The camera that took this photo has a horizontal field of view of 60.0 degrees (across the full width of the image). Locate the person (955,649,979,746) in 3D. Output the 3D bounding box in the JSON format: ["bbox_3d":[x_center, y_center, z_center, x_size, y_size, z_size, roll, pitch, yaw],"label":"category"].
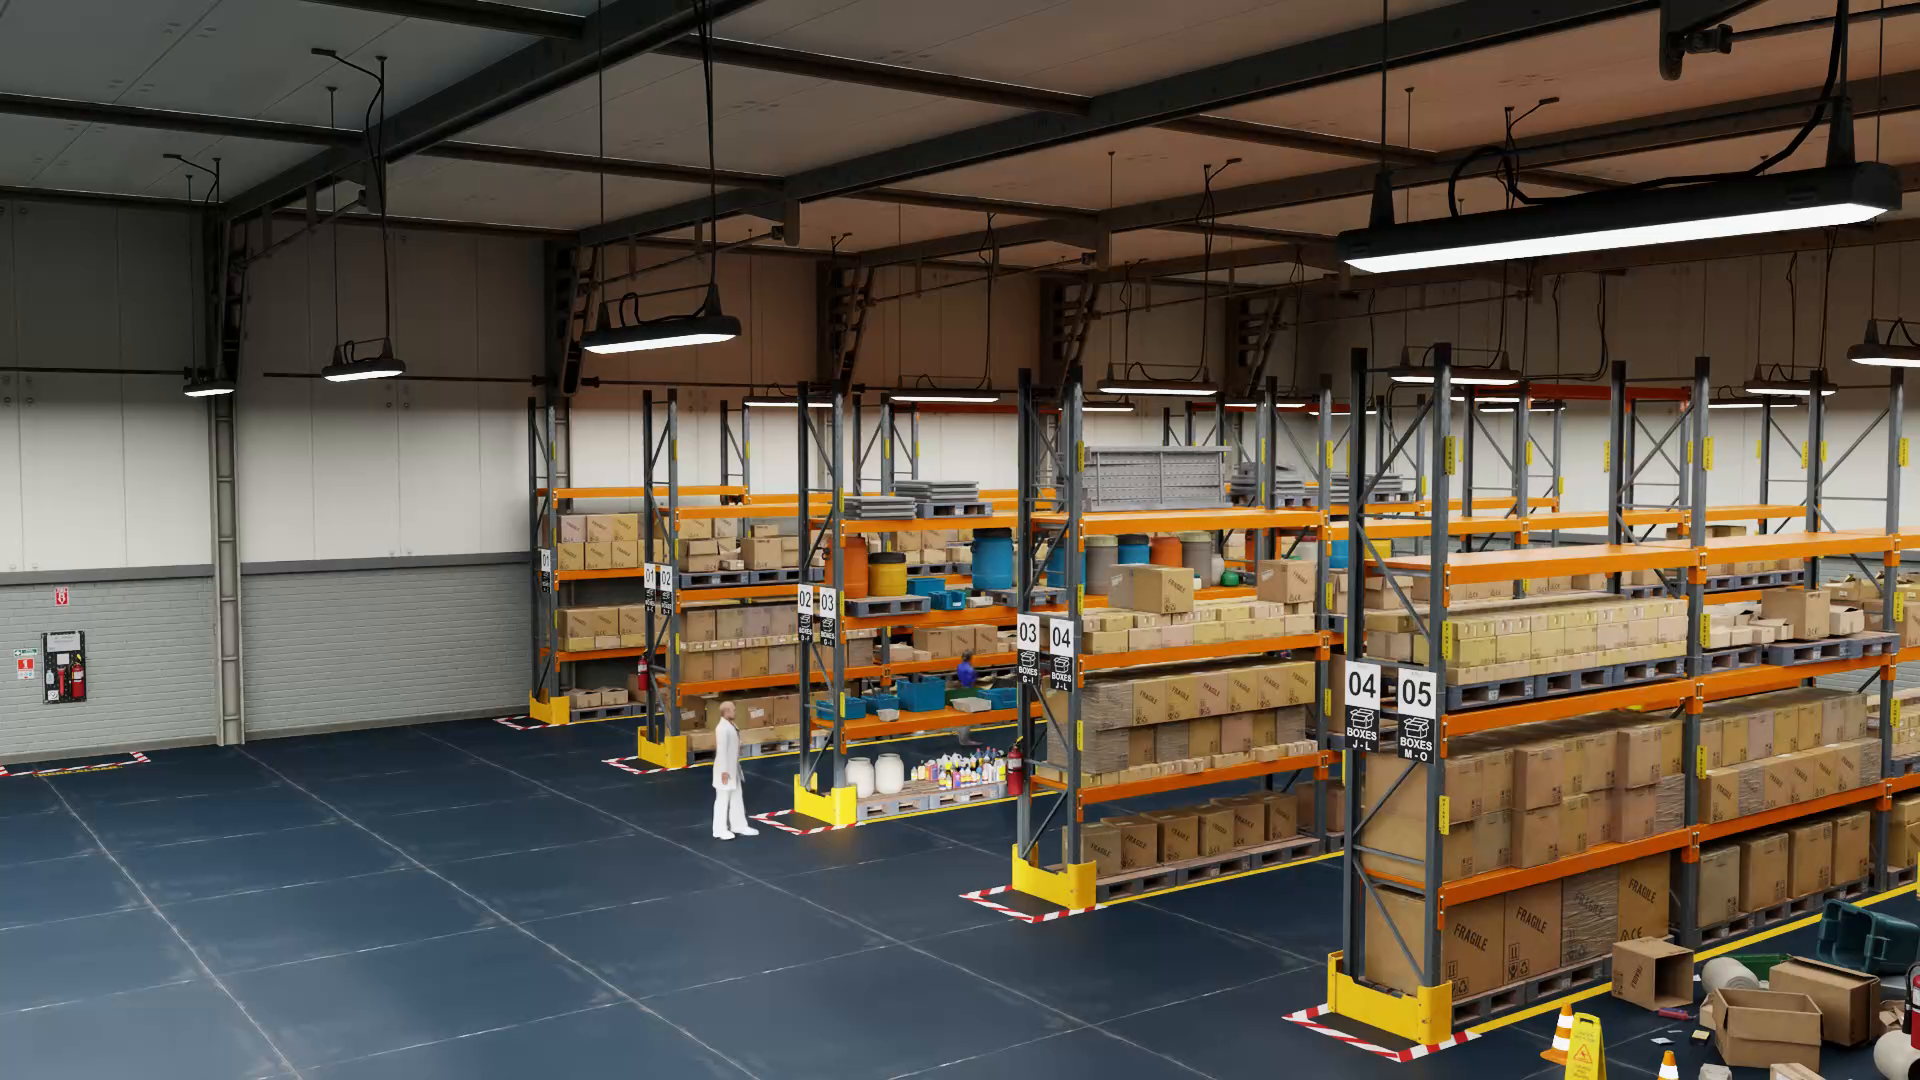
[{"bbox_3d":[0.143,2.670,28.146,0.447,1.643,0.434,0,3,1],"label":"person"}]

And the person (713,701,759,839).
[{"bbox_3d":[-2.961,3.003,21.679,0.553,1.800,0.646,0,3,7],"label":"person"}]

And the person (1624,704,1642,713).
[{"bbox_3d":[8.900,2.988,22.056,0.396,1.798,0.581,2,4,26],"label":"person"}]
